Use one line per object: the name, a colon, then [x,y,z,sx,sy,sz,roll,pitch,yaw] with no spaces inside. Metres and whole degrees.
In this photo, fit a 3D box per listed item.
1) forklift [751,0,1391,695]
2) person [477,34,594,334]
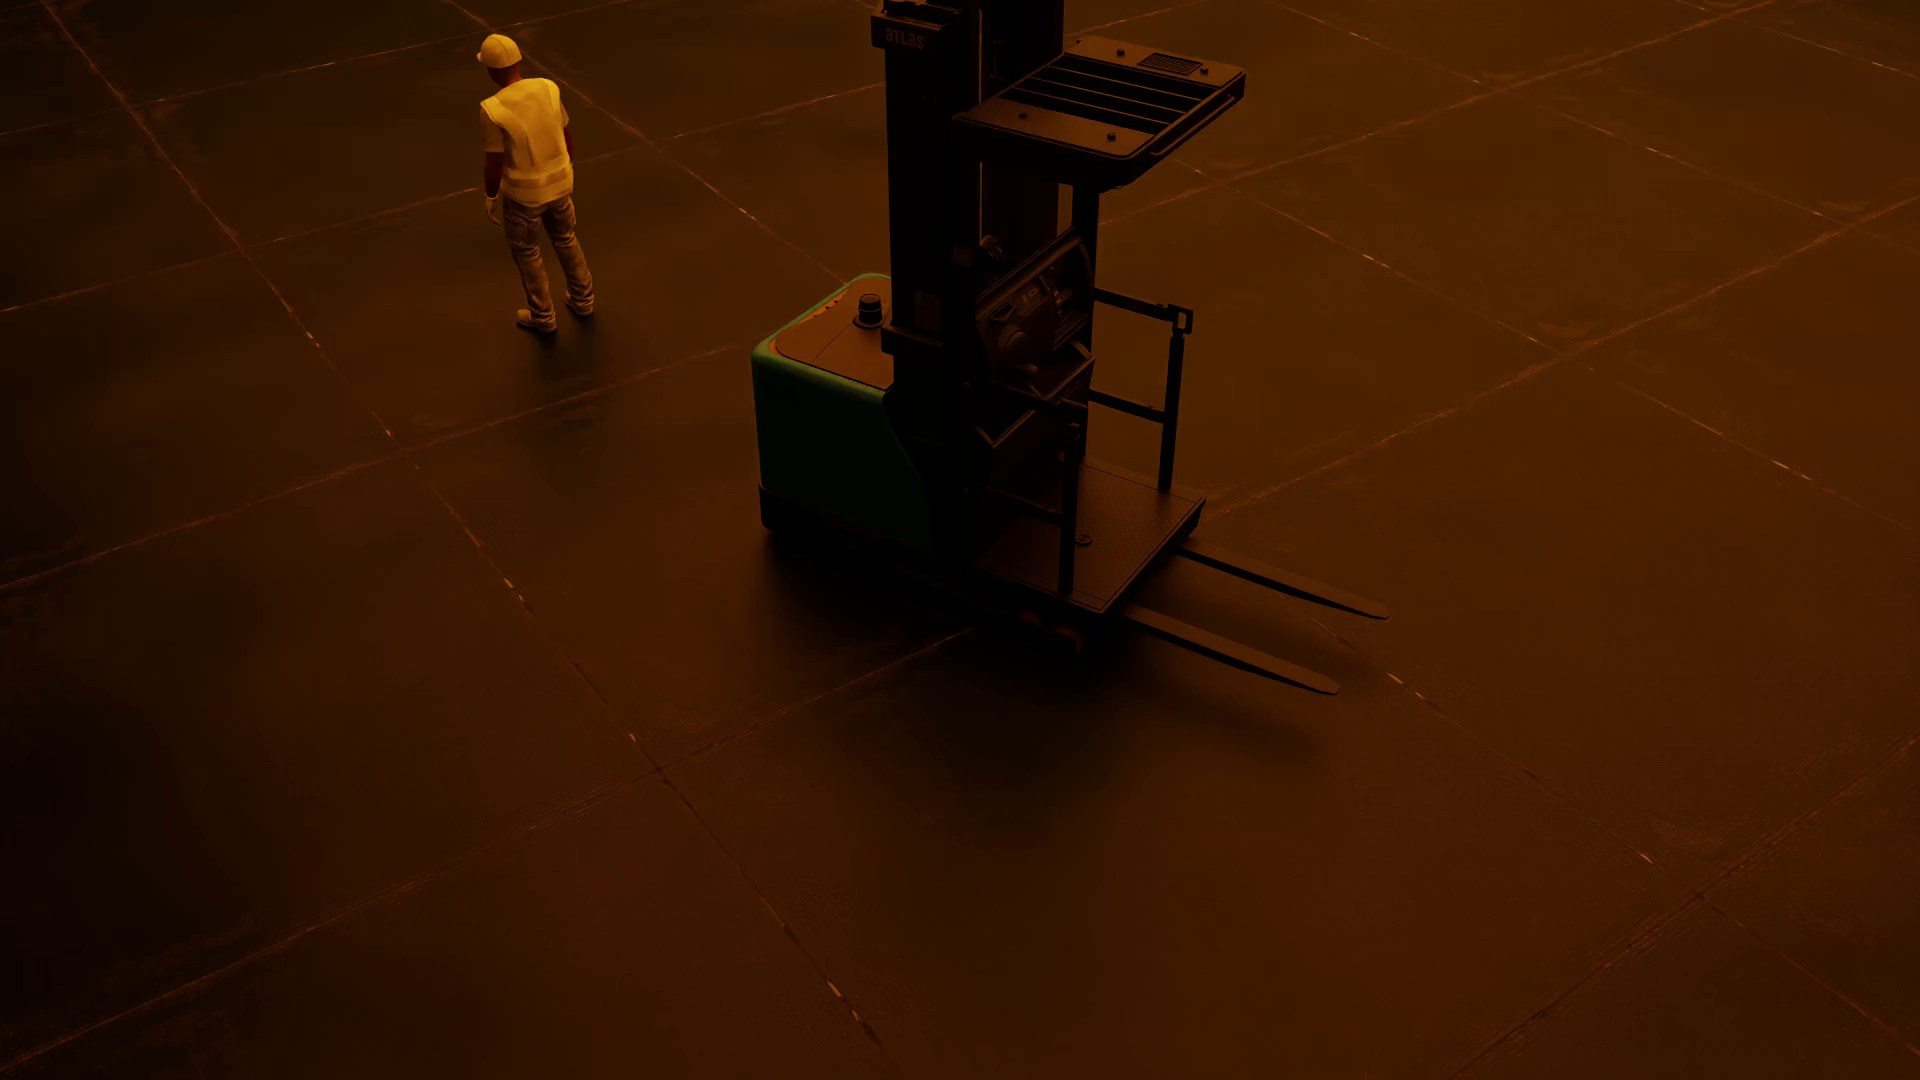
forklift: [0.514,-0.985,7.276,3.031,2.935,1.130,21,41,26]
person: [-2.502,-2.067,9.715,0.443,1.776,0.630,28,45,32]
